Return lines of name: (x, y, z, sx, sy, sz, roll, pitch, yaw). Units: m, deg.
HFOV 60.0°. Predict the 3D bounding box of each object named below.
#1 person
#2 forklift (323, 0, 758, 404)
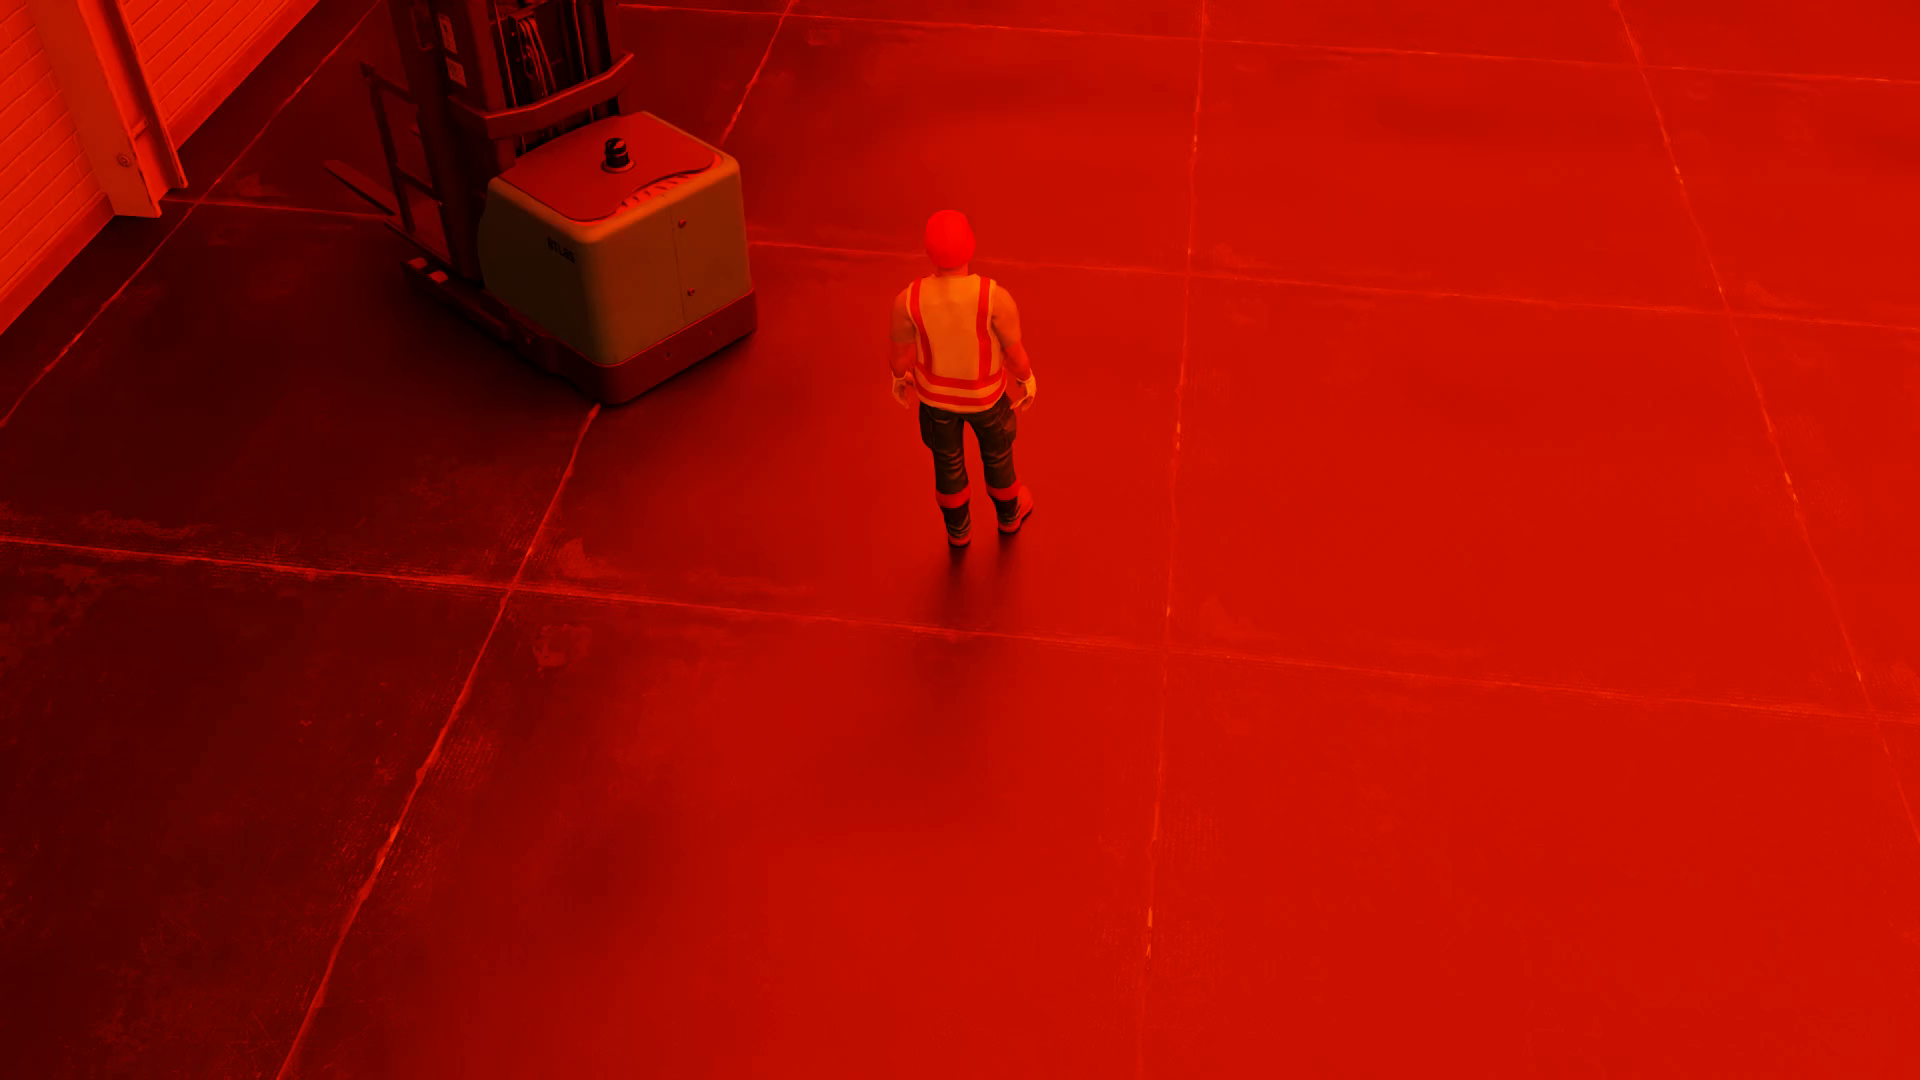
person: (0.023, -0.717, 7.338, 0.638, 1.788, 0.563, 5, 43, 6)
forklift: (-2.518, -2.655, 8.614, 3.031, 2.935, 1.130, 32, 52, 30)
